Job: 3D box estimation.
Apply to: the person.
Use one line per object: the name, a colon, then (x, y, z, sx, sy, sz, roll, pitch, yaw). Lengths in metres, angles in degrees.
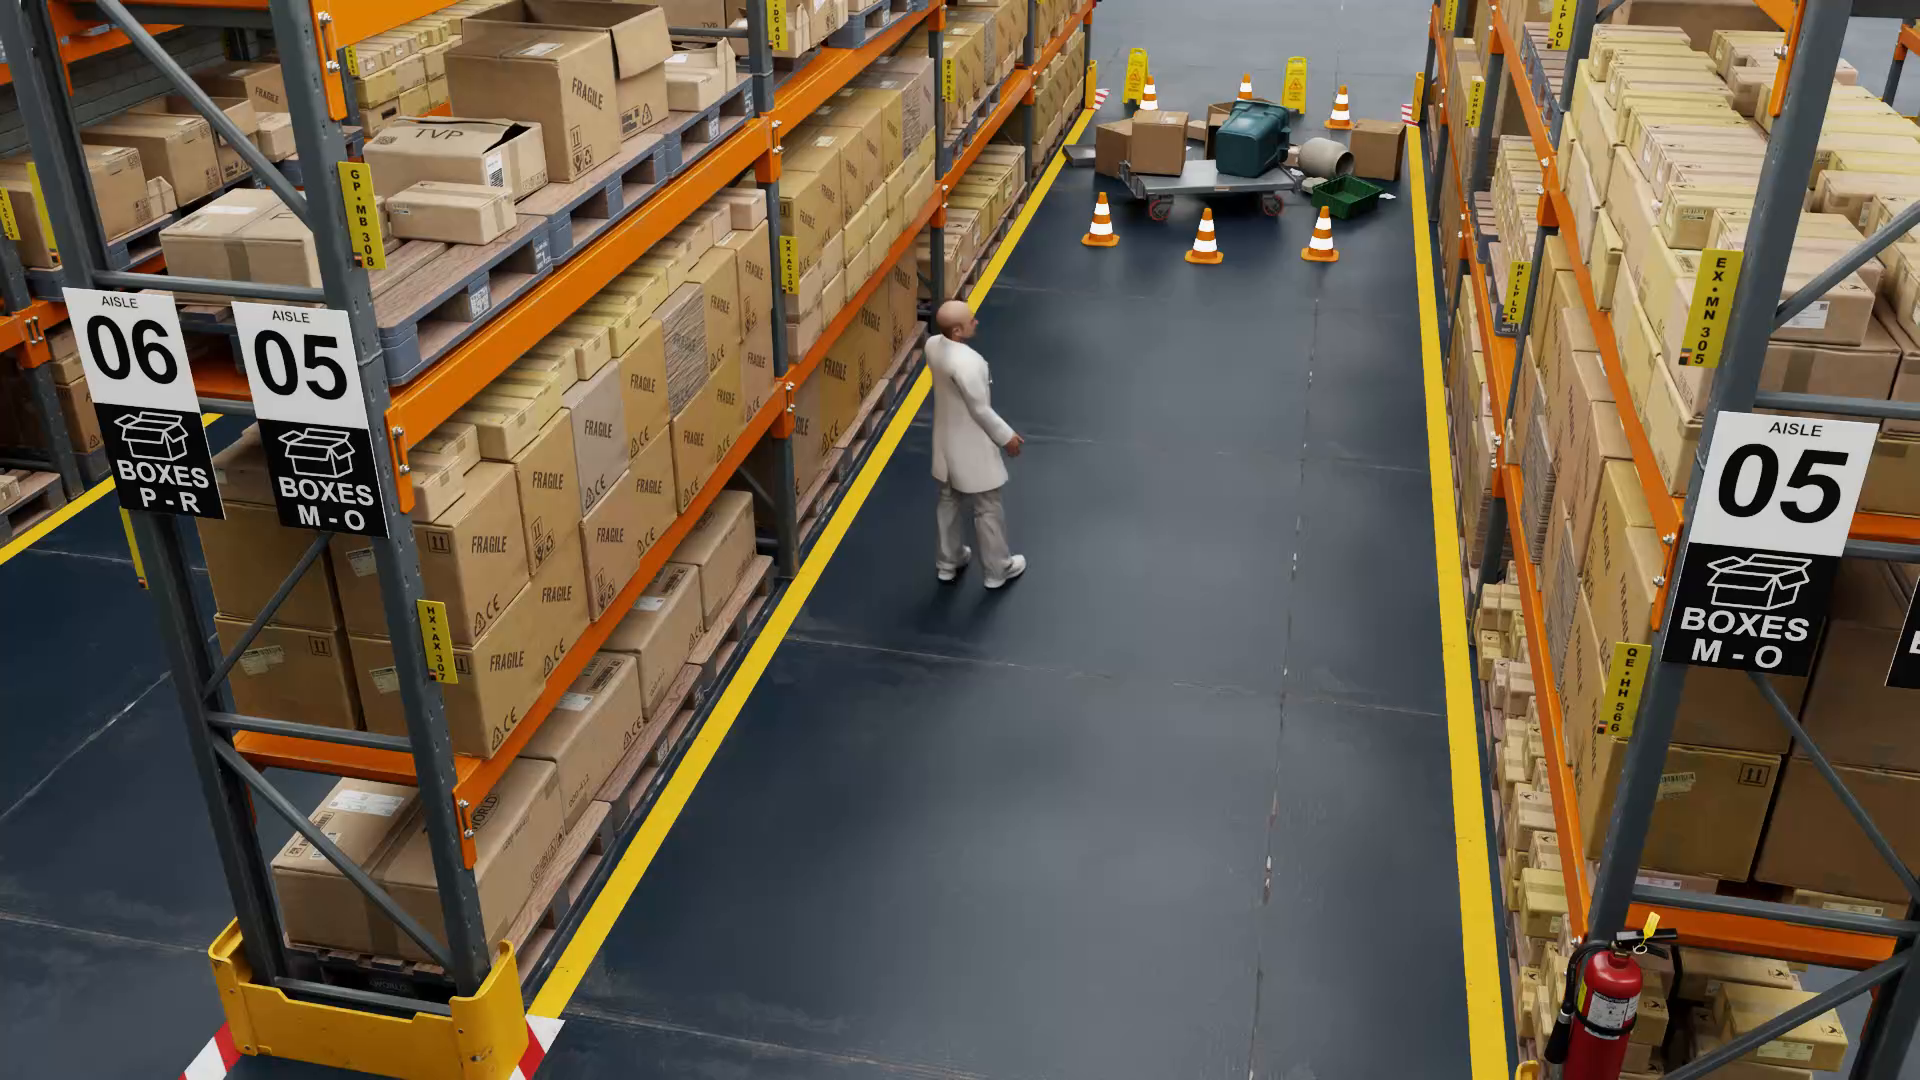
person: (0.100, -0.588, 9.694, 0.579, 1.782, 0.580, -17, 33, -28)
